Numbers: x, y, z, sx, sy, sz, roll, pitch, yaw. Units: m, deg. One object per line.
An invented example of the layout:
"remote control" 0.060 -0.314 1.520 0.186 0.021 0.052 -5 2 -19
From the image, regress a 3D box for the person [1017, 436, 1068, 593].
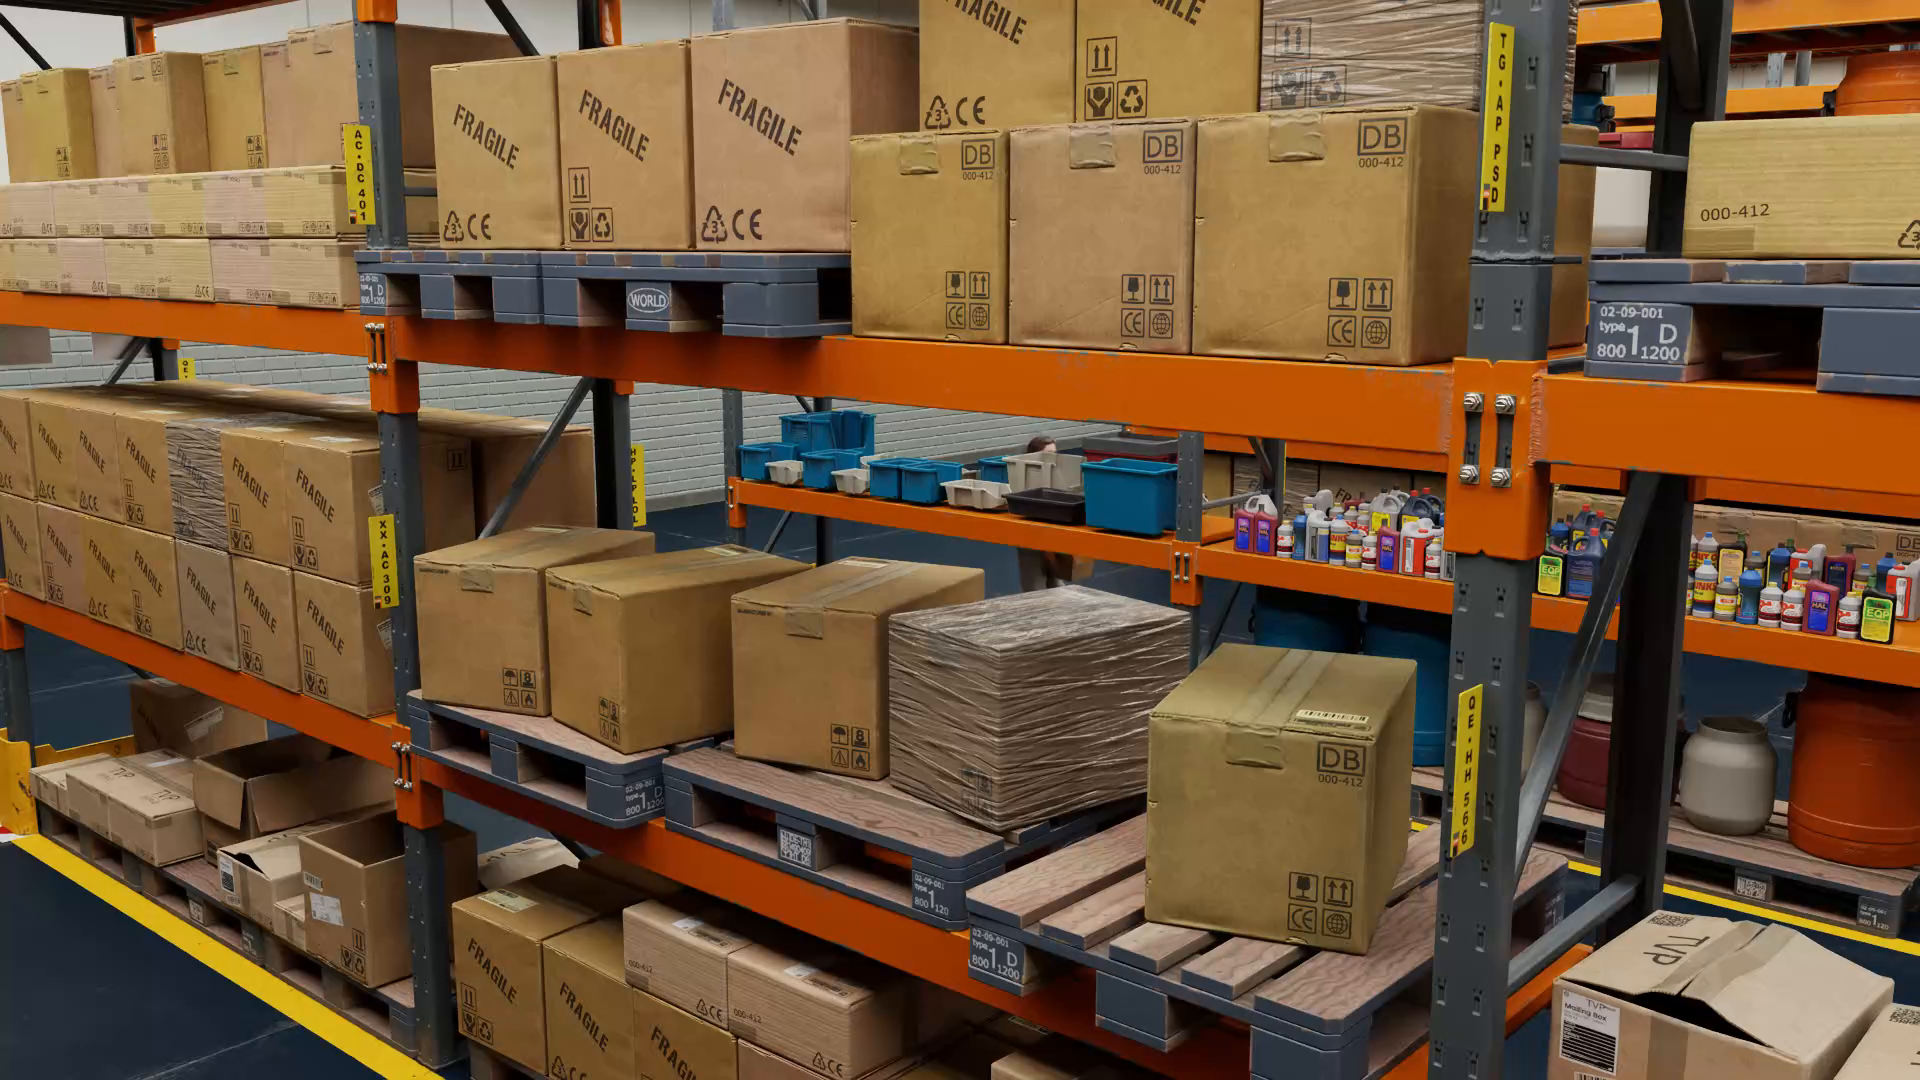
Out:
"person" 0.597 0.087 11.945 0.360 1.668 0.485 8 13 39
